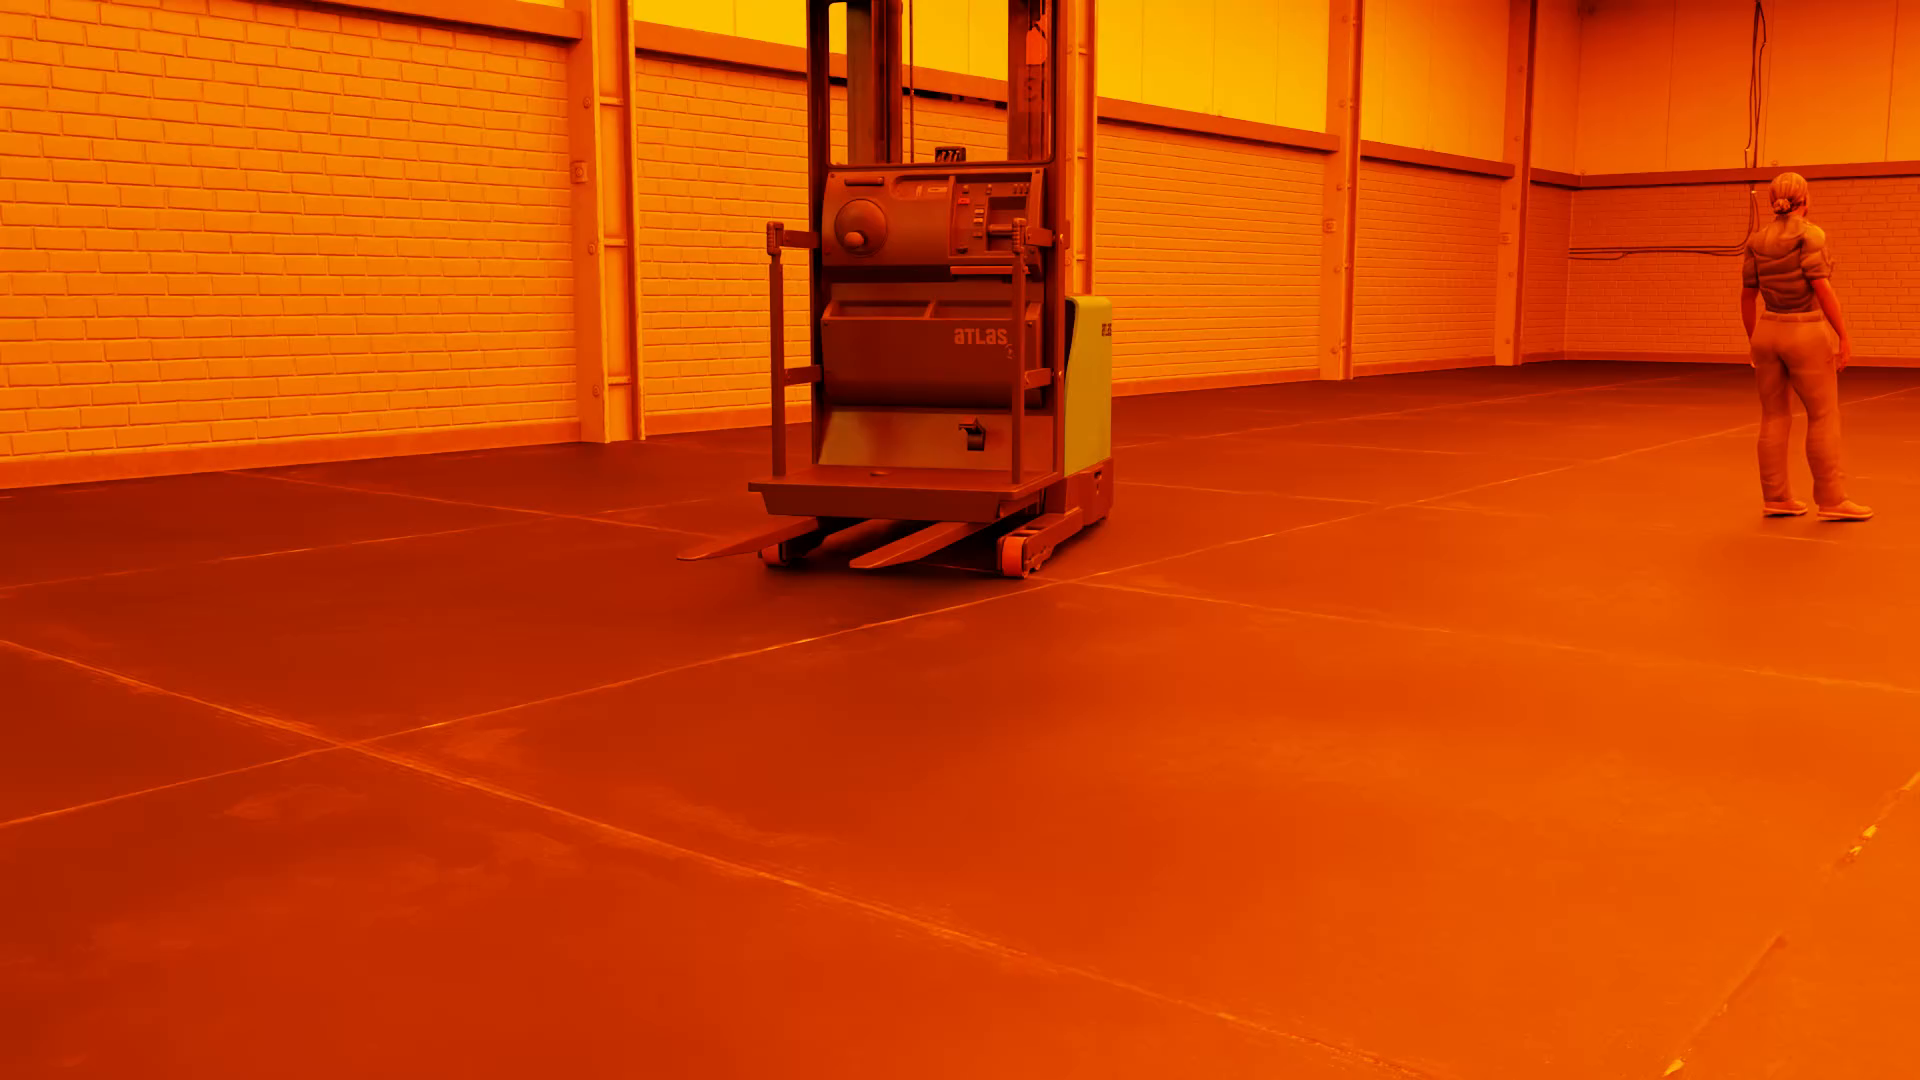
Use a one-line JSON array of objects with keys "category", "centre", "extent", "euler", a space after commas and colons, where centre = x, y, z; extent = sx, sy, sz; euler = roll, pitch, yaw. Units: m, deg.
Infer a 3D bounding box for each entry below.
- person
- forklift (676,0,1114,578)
[{"category": "person", "centre": [4.109, -0.935, 8.084], "extent": [0.501, 1.645, 0.565], "euler": [-4, 9, -24]}, {"category": "forklift", "centre": [-0.176, -1.366, 6.616], "extent": [1.130, 2.935, 3.031], "euler": [3, 9, 17]}]
